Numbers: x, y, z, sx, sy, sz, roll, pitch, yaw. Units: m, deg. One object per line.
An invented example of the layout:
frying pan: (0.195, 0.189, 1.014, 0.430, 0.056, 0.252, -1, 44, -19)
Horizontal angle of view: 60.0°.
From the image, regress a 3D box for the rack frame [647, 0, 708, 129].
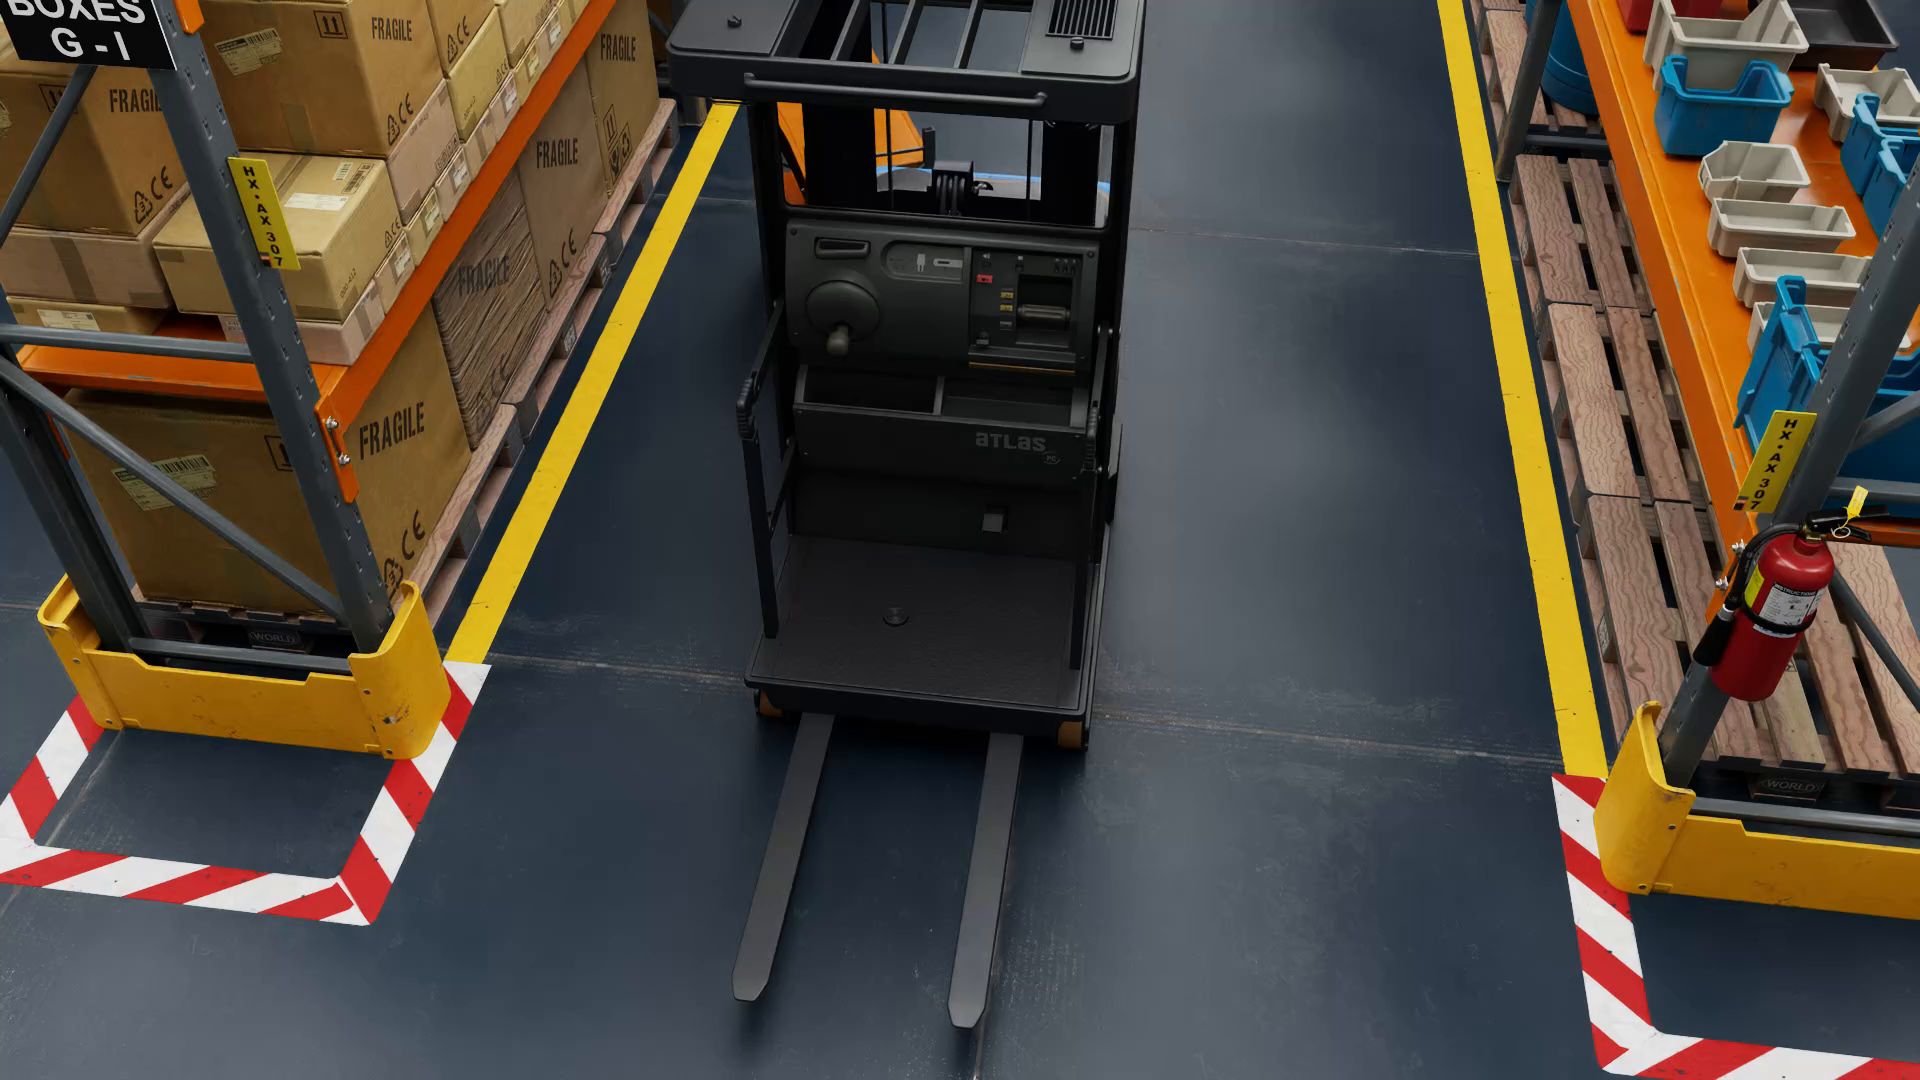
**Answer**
rack frame: (-1.801, -3.270, 7.522, 1.000, 3.000, 0.127, 5, 44, 6)

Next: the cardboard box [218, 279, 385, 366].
cardboard box: (-1.956, -0.664, 4.953, 0.380, 0.149, 0.250, 6, 44, 6)

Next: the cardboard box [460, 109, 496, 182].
cardboard box: (-1.822, -1.365, 5.693, 0.380, 0.149, 0.250, 4, 44, 5)

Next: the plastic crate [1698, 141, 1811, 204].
plastic crate: (2.594, -1.183, 5.466, 0.298, 0.136, 0.250, 5, 44, 6)

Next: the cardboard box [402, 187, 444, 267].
cardboard box: (-1.890, -1.014, 5.322, 0.380, 0.149, 0.250, 4, 44, 5)

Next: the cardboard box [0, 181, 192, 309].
cardboard box: (-2.529, -0.952, 4.966, 0.500, 0.250, 0.500, 5, 44, 5)

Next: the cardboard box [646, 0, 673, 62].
cardboard box: (-1.737, -3.089, 8.570, 1.225, 0.875, 0.875, 5, 44, 6)

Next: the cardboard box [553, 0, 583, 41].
cardboard box: (-1.686, -2.065, 6.432, 0.380, 0.149, 0.250, 5, 44, 5)

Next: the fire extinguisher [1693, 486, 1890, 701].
fire extinguisher: (2.109, 0.132, 4.257, 0.296, 0.674, 0.183, 5, 44, 6)

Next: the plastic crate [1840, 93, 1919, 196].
plastic crate: (3.152, -1.295, 5.514, 0.416, 0.233, 0.300, 5, 44, 6)

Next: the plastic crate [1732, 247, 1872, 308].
plastic crate: (2.560, -0.788, 5.049, 0.396, 0.136, 0.243, 5, 44, 6)

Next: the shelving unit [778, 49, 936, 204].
shelving unit: (-0.481, -1.429, 6.941, 0.538, 1.125, 1.048, -12, 45, -12)

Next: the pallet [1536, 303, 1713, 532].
pallet: (2.891, -0.469, 6.591, 1.003, 0.211, 1.213, 5, 44, 6)

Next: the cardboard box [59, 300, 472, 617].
cardboard box: (-2.325, -0.368, 5.697, 0.875, 0.875, 0.875, 5, 44, 6)

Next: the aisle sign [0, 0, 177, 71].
aisle sign: (-2.042, -1.411, 3.668, 0.394, 0.787, 0.004, 5, 44, 6)

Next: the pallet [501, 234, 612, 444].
pallet: (-2.138, -0.912, 7.060, 1.003, 0.211, 1.213, 5, 44, 6)

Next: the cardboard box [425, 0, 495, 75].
cardboard box: (-1.870, -1.867, 5.387, 0.500, 0.500, 0.500, 4, 44, 4)

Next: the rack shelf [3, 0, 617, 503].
rack shelf: (-2.066, -1.646, 6.329, 1.077, 0.370, 4.000, 5, 44, 6)

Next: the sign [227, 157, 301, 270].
sign: (-1.781, -0.832, 4.260, 0.100, 0.325, 0.005, 5, 44, 6)

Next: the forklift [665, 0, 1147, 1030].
forklift: (-0.086, -0.635, 4.789, 1.130, 2.935, 3.031, 5, 44, 6)

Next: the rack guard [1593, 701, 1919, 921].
rack guard: (2.589, 0.832, 5.008, 1.175, 0.500, 0.348, 5, 44, 6)

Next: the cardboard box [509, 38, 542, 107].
cardboard box: (-1.754, -1.713, 6.060, 0.380, 0.149, 0.250, 4, 44, 4)

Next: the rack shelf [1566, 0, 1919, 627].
rack shelf: (2.844, -1.195, 5.854, 1.077, 0.370, 4.000, 5, 44, 6)

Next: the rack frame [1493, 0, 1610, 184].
rack frame: (3.108, -2.820, 7.046, 1.000, 3.000, 0.127, 5, 44, 6)

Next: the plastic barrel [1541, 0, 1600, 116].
plastic barrel: (3.197, -2.579, 8.013, 0.600, 0.901, 0.708, 5, 44, 6)

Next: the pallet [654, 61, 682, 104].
pallet: (-1.774, -2.790, 9.043, 1.003, 0.211, 1.213, 5, 44, 6)

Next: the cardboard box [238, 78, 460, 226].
cardboard box: (-1.937, -1.255, 5.286, 0.500, 0.250, 0.500, 5, 44, 5)

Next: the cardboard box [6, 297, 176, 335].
cardboard box: (-2.609, -0.725, 5.017, 0.380, 0.149, 0.250, 6, 44, 6)

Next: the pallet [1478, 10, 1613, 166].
pallet: (3.252, -2.329, 8.556, 1.003, 0.211, 1.213, 5, 44, 6)

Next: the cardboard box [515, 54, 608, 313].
cardboard box: (-2.087, -1.595, 6.993, 0.875, 0.875, 0.875, 5, 44, 6)

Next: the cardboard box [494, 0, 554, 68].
cardboard box: (-1.803, -1.953, 6.024, 0.500, 0.250, 0.500, 4, 44, 5)

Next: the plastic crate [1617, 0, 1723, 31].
plastic crate: (2.742, -2.279, 6.385, 0.402, 0.464, 0.583, 5, 44, 6)

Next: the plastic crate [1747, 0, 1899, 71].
plastic crate: (3.226, -1.954, 6.289, 0.437, 0.125, 0.590, 5, 44, 6)

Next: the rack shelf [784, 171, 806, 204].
rack shelf: (-0.481, -1.252, 7.110, 0.538, 0.278, 1.000, -12, 45, -12)

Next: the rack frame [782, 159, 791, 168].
rack frame: (-0.626, -1.764, 7.295, 0.500, 1.125, 0.032, -12, 45, -12)
